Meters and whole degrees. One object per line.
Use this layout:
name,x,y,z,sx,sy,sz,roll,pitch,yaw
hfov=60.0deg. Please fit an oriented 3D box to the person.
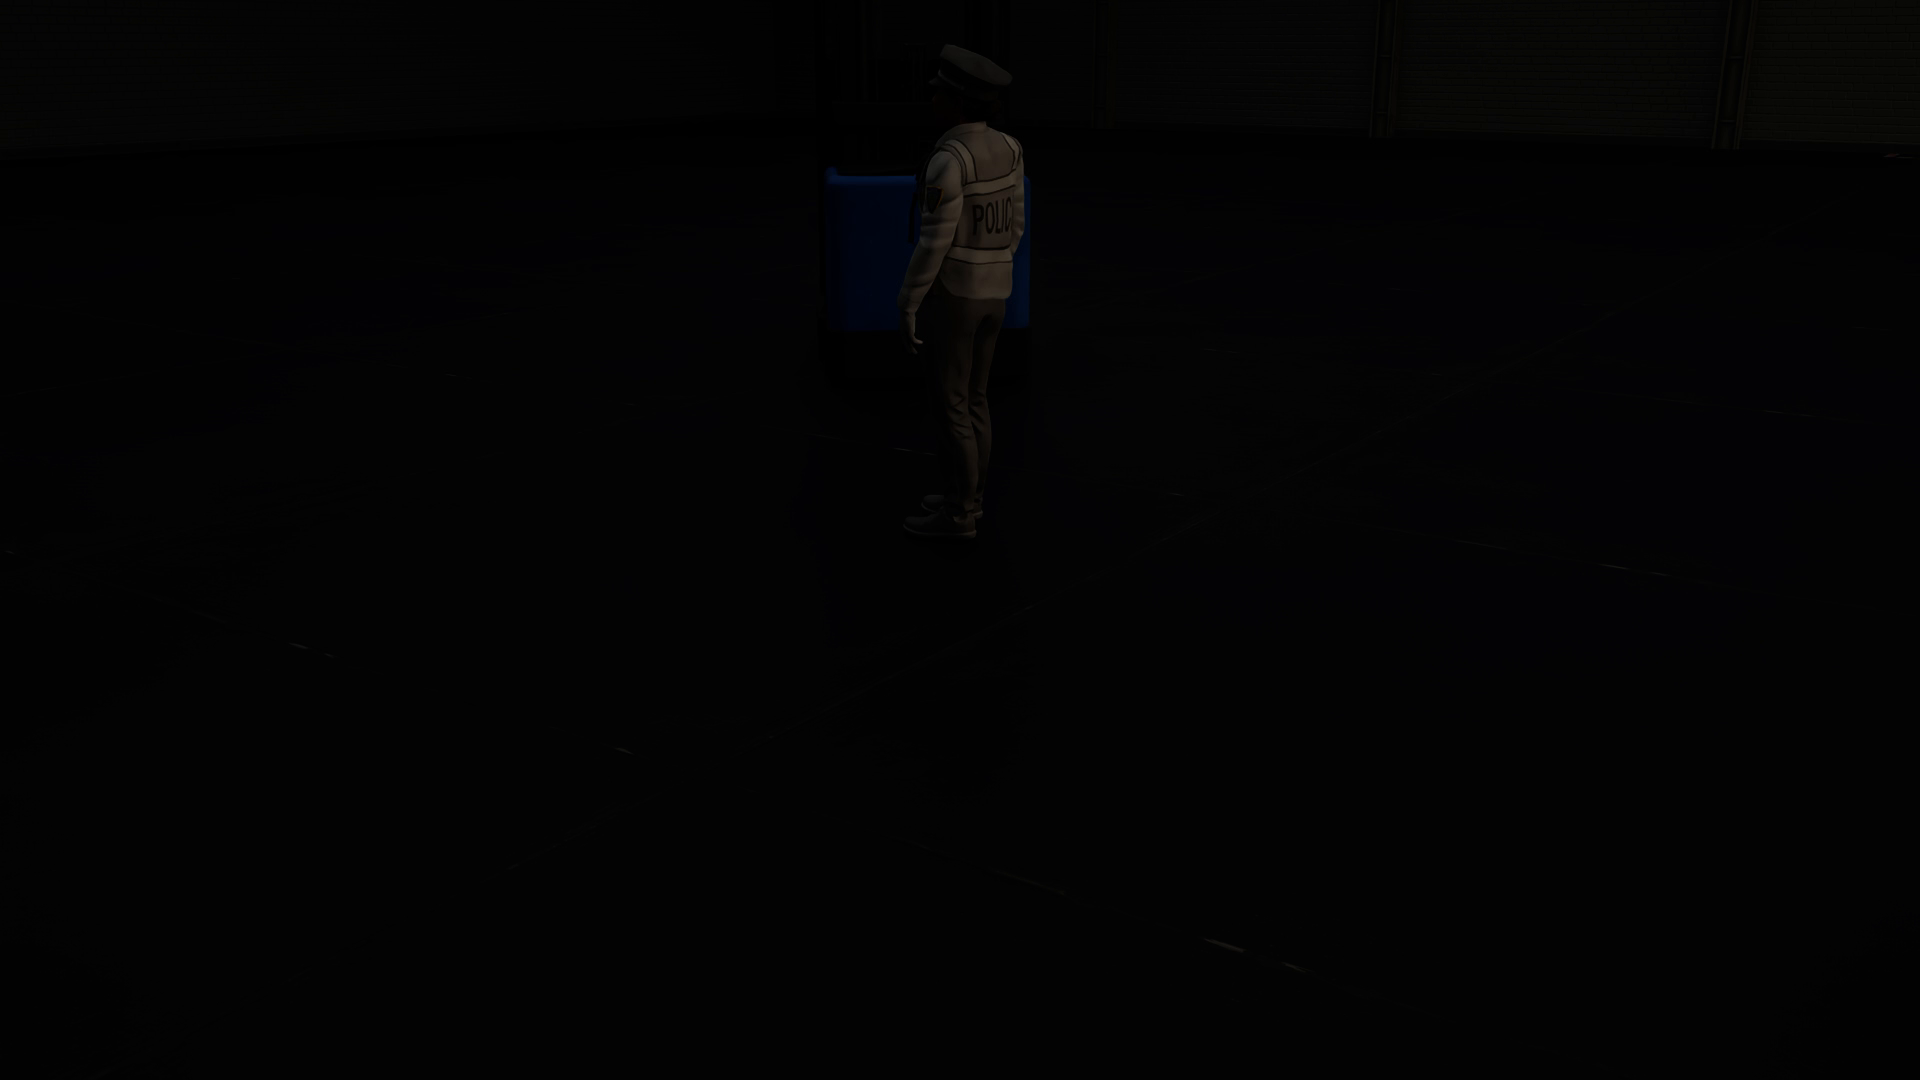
person,-0.053,-0.831,5.746,0.531,1.695,0.587,11,20,33

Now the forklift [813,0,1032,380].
forklift,-0.288,-2.596,9.514,1.130,2.935,3.031,-2,17,-5
